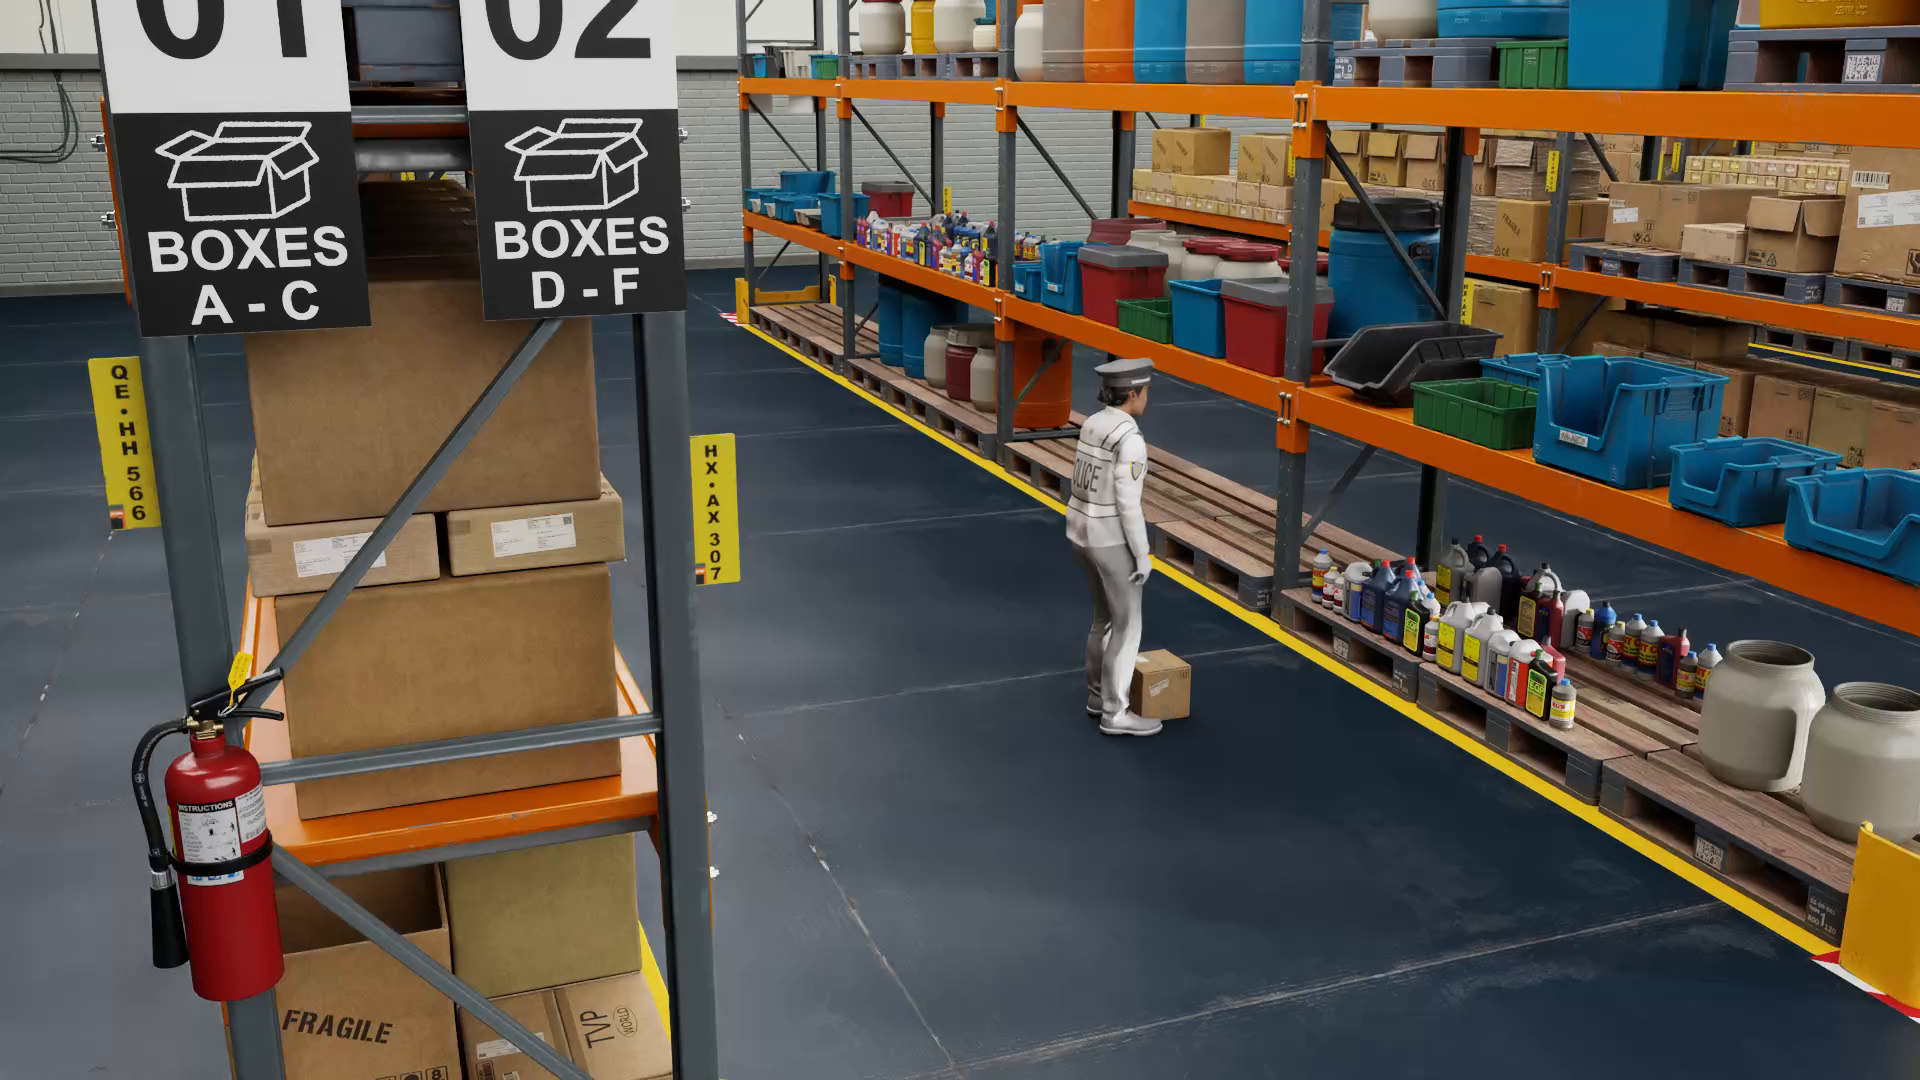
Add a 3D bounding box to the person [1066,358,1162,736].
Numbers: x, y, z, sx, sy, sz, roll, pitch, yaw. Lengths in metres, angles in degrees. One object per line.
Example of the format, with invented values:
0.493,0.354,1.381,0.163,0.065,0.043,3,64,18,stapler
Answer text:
0.693,0.021,7.449,0.405,1.663,0.538,-6,17,-21,person
